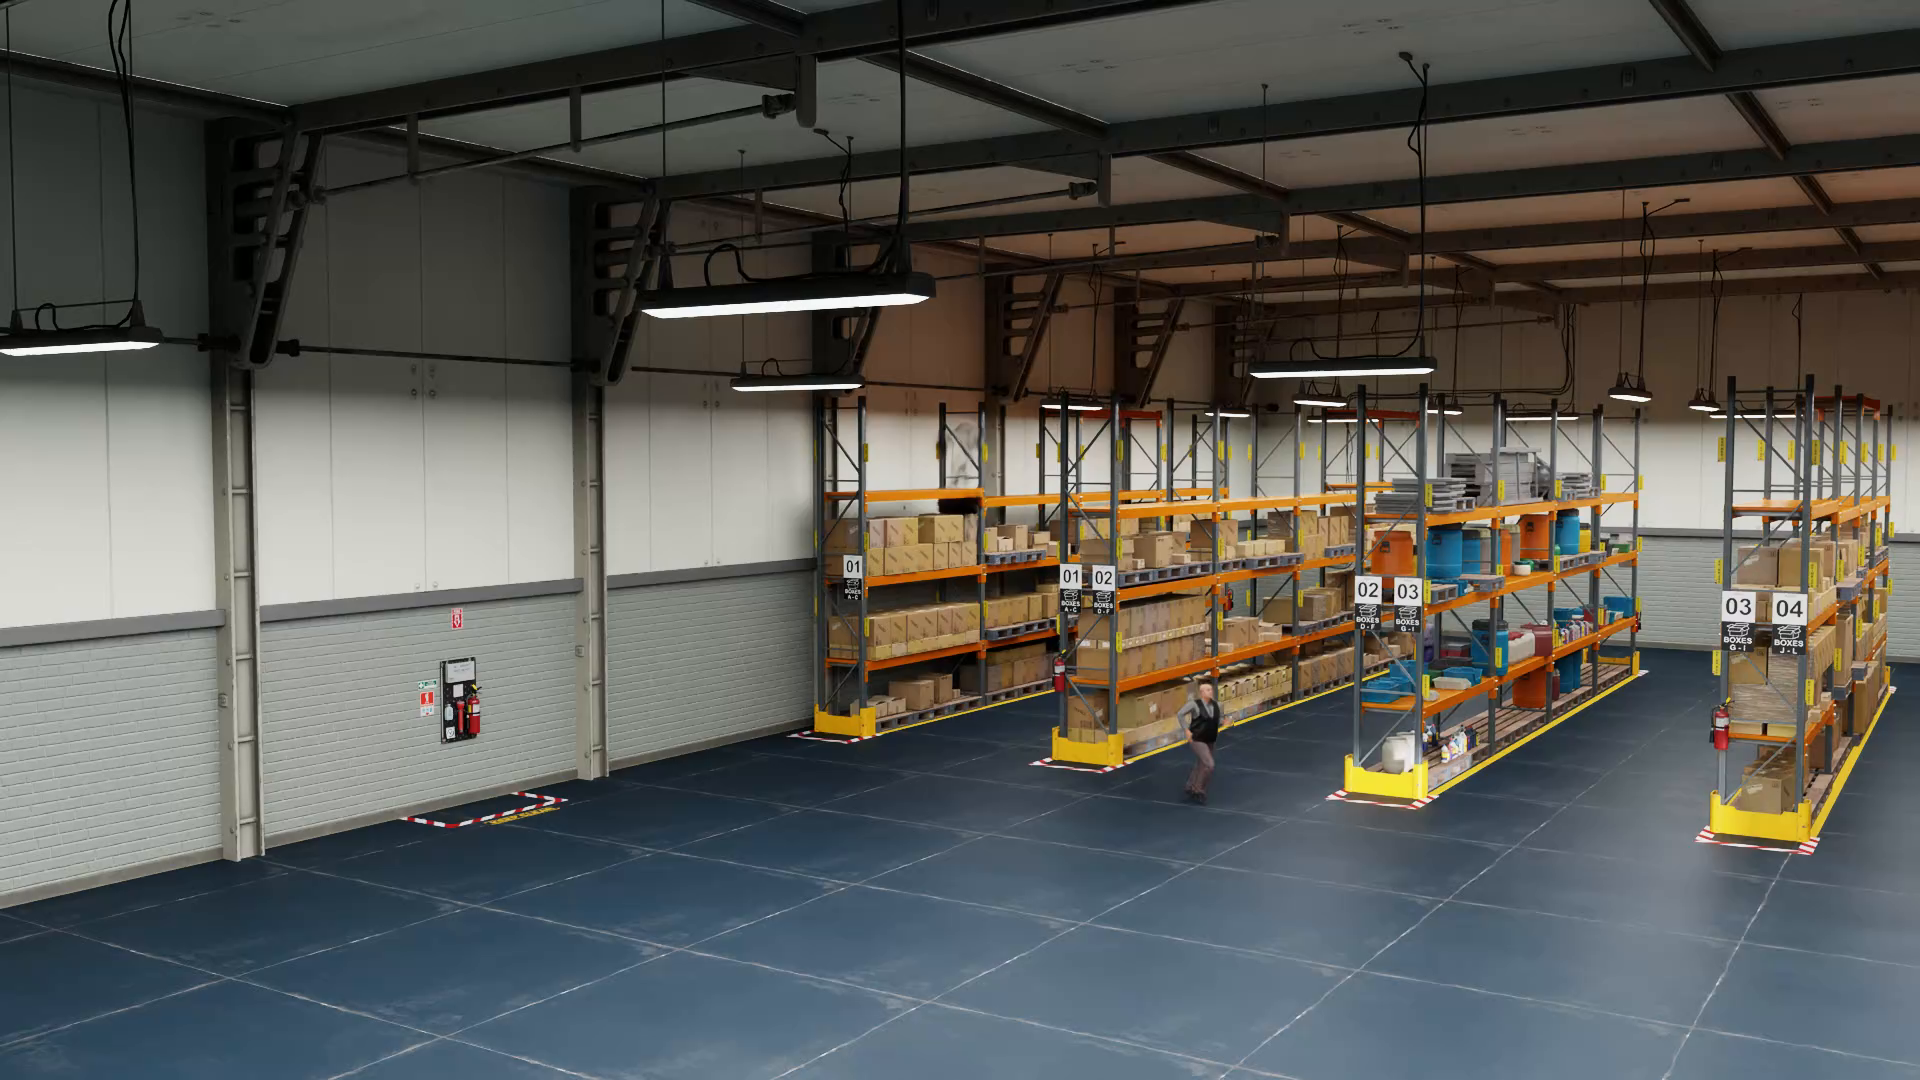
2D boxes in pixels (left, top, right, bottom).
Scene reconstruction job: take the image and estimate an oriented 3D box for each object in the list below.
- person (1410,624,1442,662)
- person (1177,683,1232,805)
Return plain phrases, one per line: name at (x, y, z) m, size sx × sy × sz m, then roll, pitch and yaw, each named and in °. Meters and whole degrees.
person at (9.975, 2.388, 35.470) m, size 0.648 × 1.612 × 0.963 m, roll 2°, pitch 4°, yaw 36°
person at (3.485, 2.915, 23.728) m, size 0.659 × 1.758 × 0.801 m, roll -2°, pitch 4°, yaw -34°
